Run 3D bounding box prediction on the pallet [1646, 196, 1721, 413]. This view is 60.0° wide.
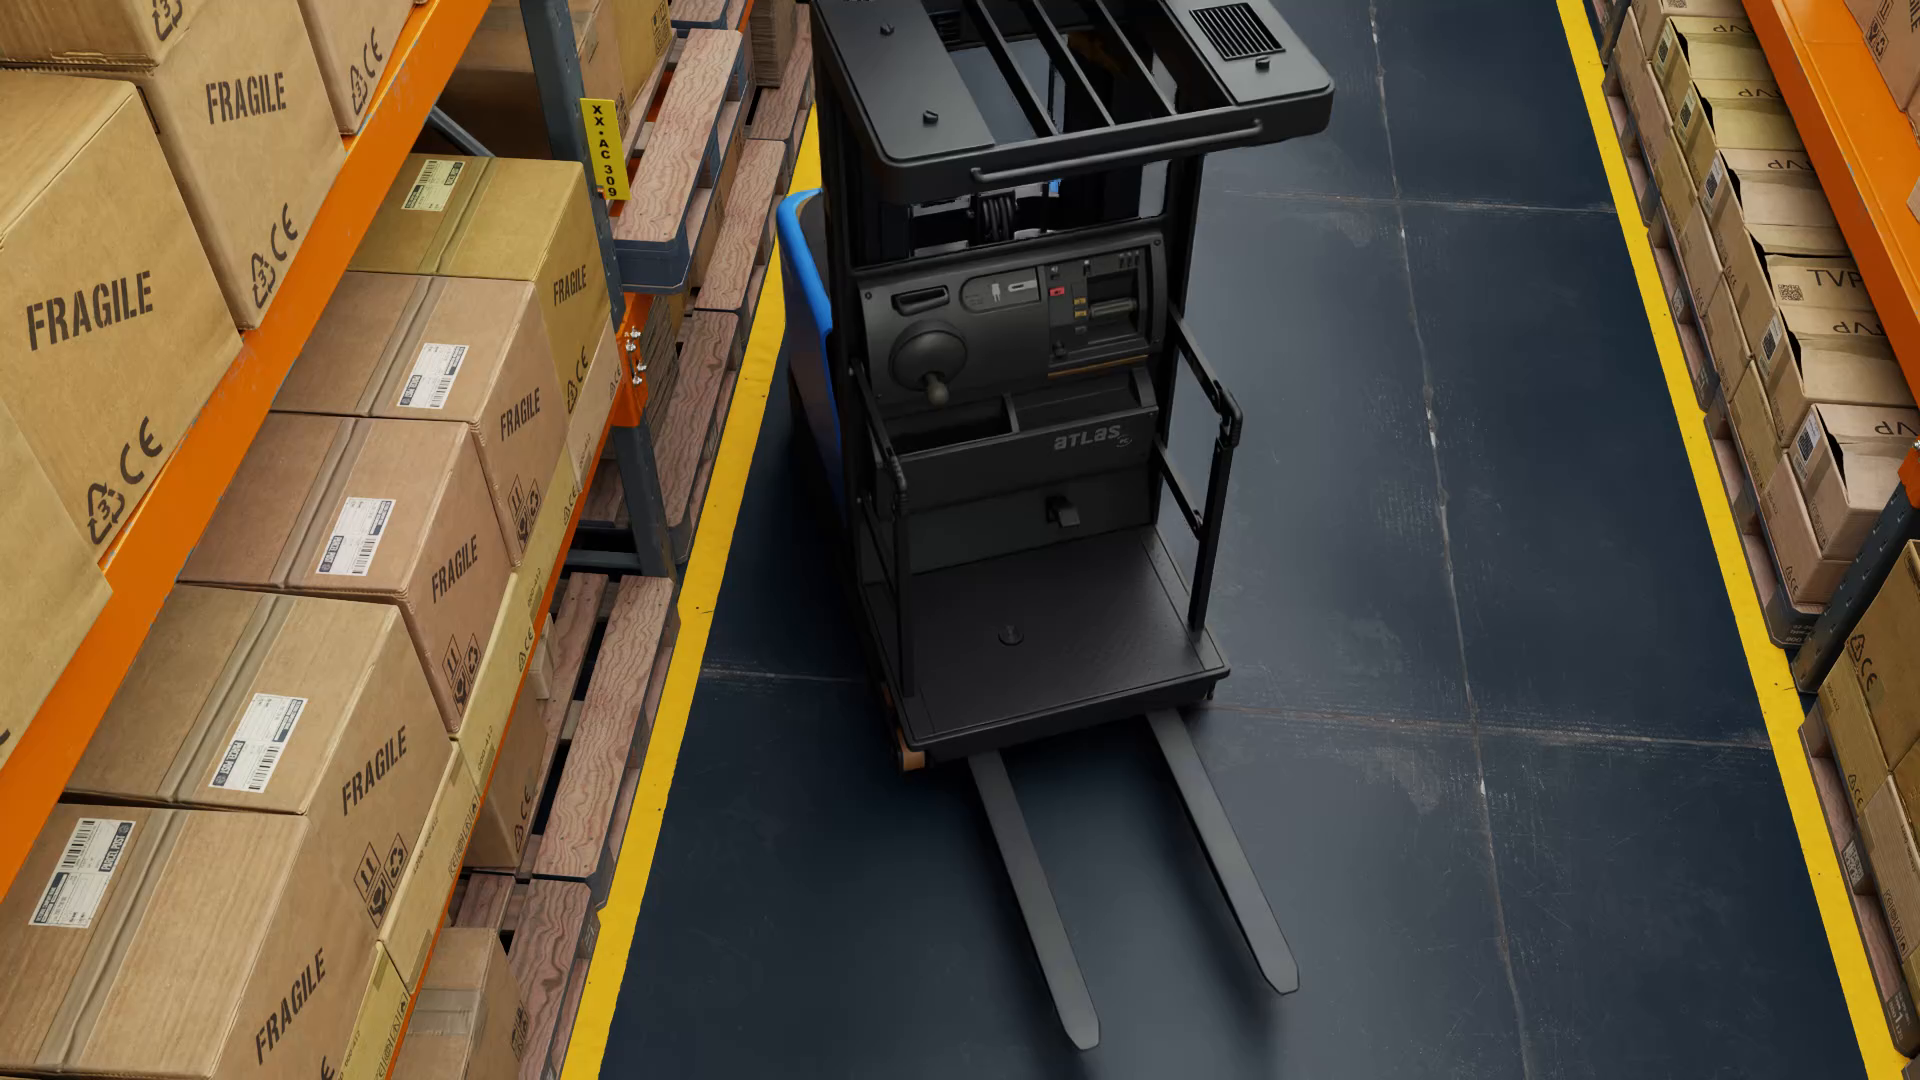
[{"bbox_3d":[3.543,-0.992,7.014,1.003,0.211,1.213,4,48,4],"label":"pallet"}]

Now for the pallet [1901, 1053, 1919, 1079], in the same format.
[{"bbox_3d":[3.184,1.931,4.341,1.003,0.211,1.213,4,48,4],"label":"pallet"}]

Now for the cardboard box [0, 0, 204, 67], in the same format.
[{"bbox_3d":[-1.379,-1.037,2.374,0.500,0.500,0.500,2,48,2],"label":"cardboard box"}]

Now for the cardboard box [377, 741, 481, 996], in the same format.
[{"bbox_3d":[-1.397,0.697,3.667,0.500,0.250,0.500,4,48,4],"label":"cardboard box"}]

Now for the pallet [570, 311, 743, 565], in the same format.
[{"bbox_3d":[-1.458,-0.452,6.520,1.003,0.211,1.213,4,48,4],"label":"pallet"}]

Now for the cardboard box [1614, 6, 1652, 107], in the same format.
[{"bbox_3d":[3.431,-2.278,7.880,0.500,0.250,0.500,4,48,3],"label":"cardboard box"}]

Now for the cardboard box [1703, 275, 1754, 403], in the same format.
[{"bbox_3d":[3.249,-0.776,6.506,0.500,0.250,0.500,5,48,4],"label":"cardboard box"}]

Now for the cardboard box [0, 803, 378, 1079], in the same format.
[{"bbox_3d":[-1.440,0.837,3.032,0.500,0.500,0.500,2,48,2],"label":"cardboard box"}]

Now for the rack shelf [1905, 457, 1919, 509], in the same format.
[{"bbox_3d":[3.224,1.222,3.587,1.077,0.370,4.000,4,48,4],"label":"rack shelf"}]

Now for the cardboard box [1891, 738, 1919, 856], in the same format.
[{"bbox_3d":[3.015,0.730,4.620,0.500,0.500,0.500,4,48,4],"label":"cardboard box"}]

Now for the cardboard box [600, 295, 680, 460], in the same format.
[{"bbox_3d":[-1.477,-0.668,6.224,0.700,0.500,0.500,5,48,5],"label":"cardboard box"}]

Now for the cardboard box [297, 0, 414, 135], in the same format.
[{"bbox_3d":[-1.386,-1.115,3.123,0.500,0.500,0.500,0,48,0],"label":"cardboard box"}]

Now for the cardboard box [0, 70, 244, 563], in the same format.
[{"bbox_3d":[-1.457,-0.332,2.407,0.500,0.500,0.500,7,48,6],"label":"cardboard box"}]

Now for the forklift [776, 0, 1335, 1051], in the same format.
[{"bbox_3d":[0.229,-0.553,4.769,1.130,2.935,3.031,-12,49,-11],"label":"forklift"}]

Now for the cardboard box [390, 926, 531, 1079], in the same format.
[{"bbox_3d":[-1.570,1.357,4.372,0.700,0.500,0.500,1,48,1],"label":"cardboard box"}]

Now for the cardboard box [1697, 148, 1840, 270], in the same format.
[{"bbox_3d":[3.296,-1.329,6.631,0.500,0.311,0.500,3,48,3],"label":"cardboard box"}]

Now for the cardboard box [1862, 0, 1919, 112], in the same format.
[{"bbox_3d":[3.586,-1.843,5.835,0.500,0.500,0.500,4,48,4],"label":"cardboard box"}]

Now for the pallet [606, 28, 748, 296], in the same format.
[{"bbox_3d":[-1.313,-1.308,5.543,1.003,0.211,1.213,4,48,4],"label":"pallet"}]

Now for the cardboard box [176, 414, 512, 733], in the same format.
[{"bbox_3d":[-1.359,0.075,3.729,0.500,0.500,0.500,3,48,2],"label":"cardboard box"}]

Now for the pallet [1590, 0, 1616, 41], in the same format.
[{"bbox_3d":[3.877,-3.035,8.883,1.003,0.211,1.213,4,48,4],"label":"pallet"}]

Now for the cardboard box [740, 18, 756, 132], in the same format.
[{"bbox_3d":[-1.339,-2.162,7.590,0.700,0.500,0.500,4,48,3],"label":"cardboard box"}]

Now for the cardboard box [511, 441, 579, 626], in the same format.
[{"bbox_3d":[-1.322,-0.043,4.345,0.500,0.250,0.500,4,48,4],"label":"cardboard box"}]

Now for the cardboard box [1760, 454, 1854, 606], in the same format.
[{"bbox_3d":[3.155,-0.028,5.822,0.500,0.250,0.500,3,48,3],"label":"cardboard box"}]

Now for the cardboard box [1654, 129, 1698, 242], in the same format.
[{"bbox_3d":[3.344,-1.526,7.192,0.500,0.250,0.500,3,48,2],"label":"cardboard box"}]

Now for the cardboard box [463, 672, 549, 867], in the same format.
[{"bbox_3d":[-1.582,0.640,5.028,0.500,0.500,0.500,1,48,1],"label":"cardboard box"}]

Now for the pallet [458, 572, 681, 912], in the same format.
[{"bbox_3d":[-1.553,0.616,5.543,1.003,0.211,1.213,4,48,4],"label":"pallet"}]

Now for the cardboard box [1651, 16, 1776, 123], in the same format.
[{"bbox_3d":[3.391,-2.081,7.319,0.500,0.311,0.500,3,48,3],"label":"cardboard box"}]

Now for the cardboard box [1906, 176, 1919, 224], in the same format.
[{"bbox_3d":[3.304,-1.103,5.318,0.396,0.266,0.258,3,48,3],"label":"cardboard box"}]

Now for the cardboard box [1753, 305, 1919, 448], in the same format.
[{"bbox_3d":[3.199,-0.593,5.958,0.500,0.311,0.500,5,48,5],"label":"cardboard box"}]

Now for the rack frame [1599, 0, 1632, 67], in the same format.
[{"bbox_3d":[3.771,-3.430,7.354,1.000,3.000,0.127,4,48,4],"label":"rack frame"}]

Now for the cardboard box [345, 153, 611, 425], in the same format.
[{"bbox_3d":[-1.262,-0.662,4.402,0.500,0.500,0.500,4,48,3],"label":"cardboard box"}]

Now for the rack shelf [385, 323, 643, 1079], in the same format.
[{"bbox_3d":[-1.709,0.892,3.889,1.077,0.370,4.000,4,48,4],"label":"rack shelf"}]

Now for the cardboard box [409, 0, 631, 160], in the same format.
[{"bbox_3d":[-1.447,-1.375,5.109,0.700,0.500,0.500,4,48,4],"label":"cardboard box"}]

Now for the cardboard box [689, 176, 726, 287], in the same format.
[{"bbox_3d":[-1.393,-1.423,6.915,0.700,0.500,0.500,4,48,4],"label":"cardboard box"}]

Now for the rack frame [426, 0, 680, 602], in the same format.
[{"bbox_3d":[-1.527,-0.821,4.968,1.000,3.000,0.127,4,48,4],"label":"rack frame"}]

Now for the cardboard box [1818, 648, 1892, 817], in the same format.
[{"bbox_3d":[3.062,0.616,5.232,0.500,0.250,0.500,4,48,4],"label":"cardboard box"}]

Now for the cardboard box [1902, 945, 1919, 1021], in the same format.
[{"bbox_3d":[2.961,1.350,4.561,0.500,0.250,0.500,4,48,4],"label":"cardboard box"}]
